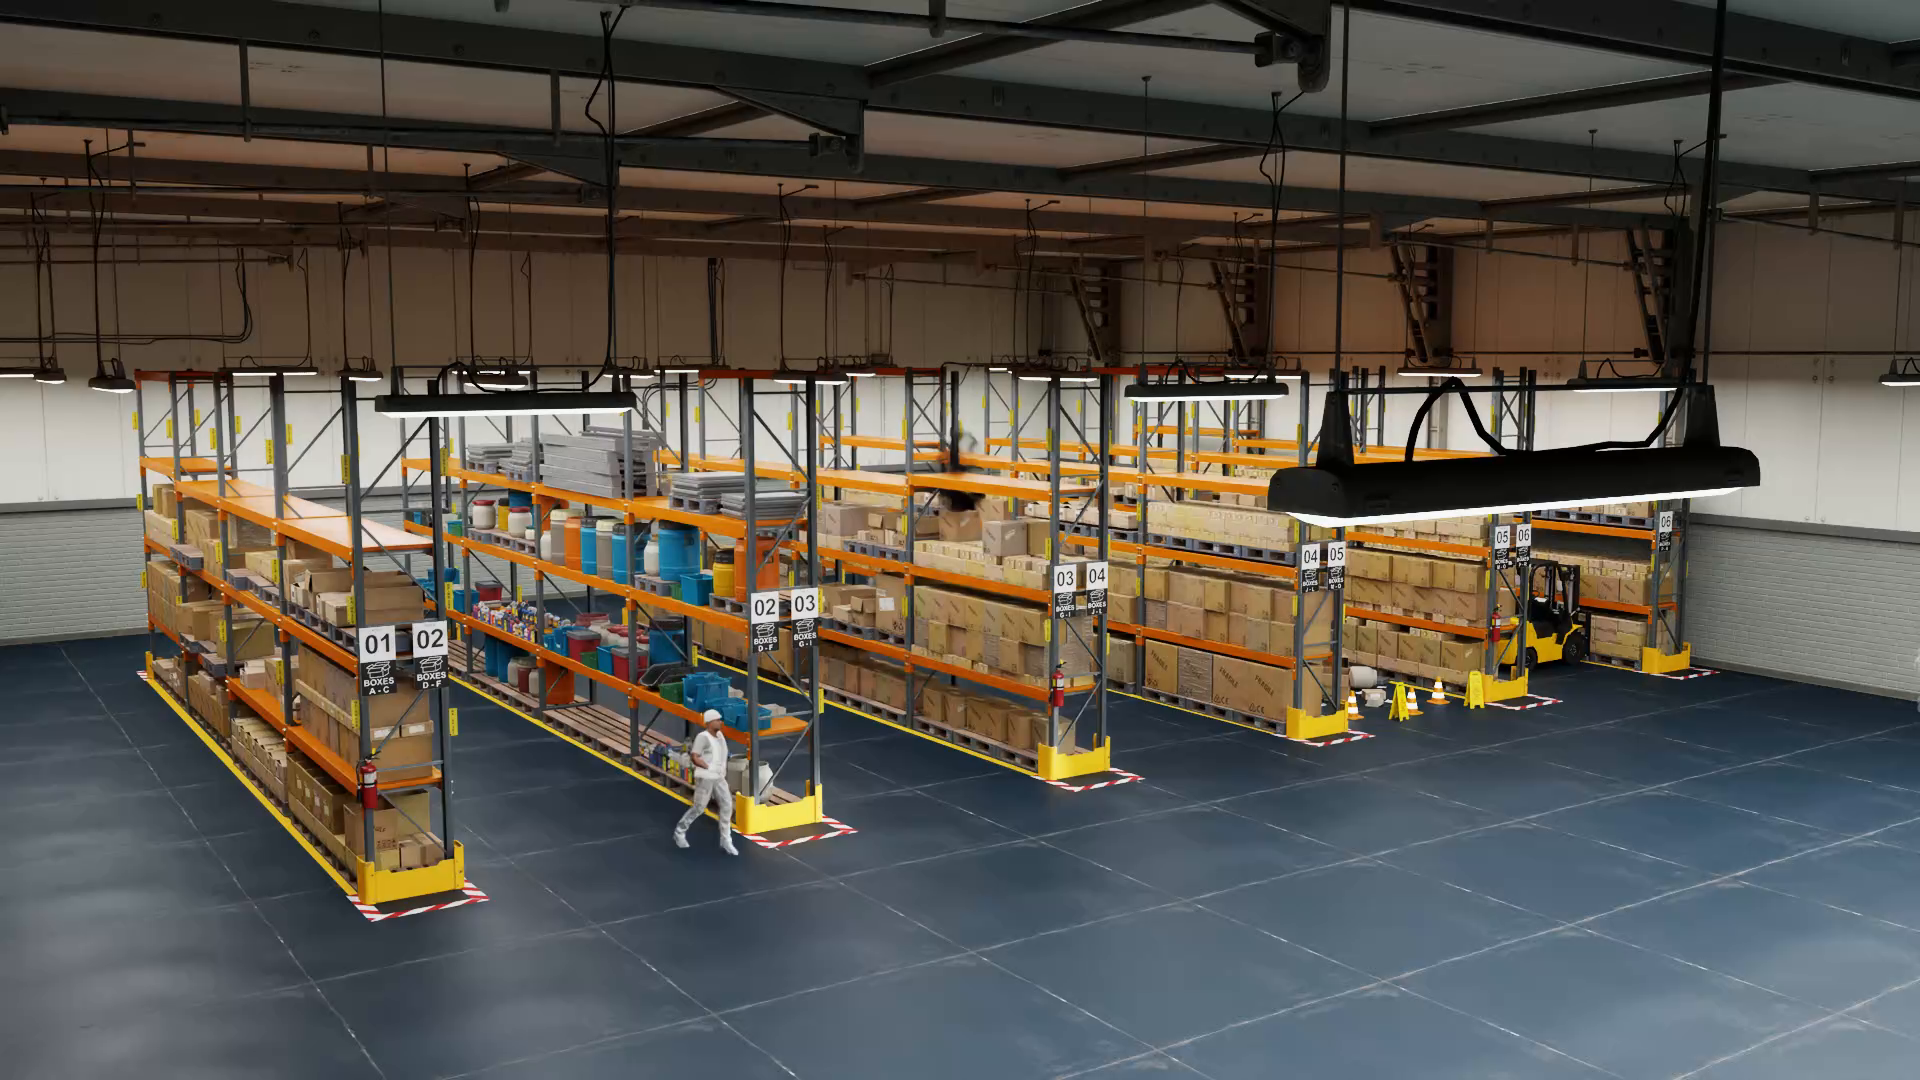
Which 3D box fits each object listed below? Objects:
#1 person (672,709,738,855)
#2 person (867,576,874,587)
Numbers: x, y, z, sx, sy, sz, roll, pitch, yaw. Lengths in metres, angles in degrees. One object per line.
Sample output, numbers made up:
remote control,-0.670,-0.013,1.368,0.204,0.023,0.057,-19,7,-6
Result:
person,-3.156,3.058,21.222,0.895,1.790,0.739,3,7,26
person,-2.113,0.612,42.949,0.852,1.816,0.670,-4,7,-28
